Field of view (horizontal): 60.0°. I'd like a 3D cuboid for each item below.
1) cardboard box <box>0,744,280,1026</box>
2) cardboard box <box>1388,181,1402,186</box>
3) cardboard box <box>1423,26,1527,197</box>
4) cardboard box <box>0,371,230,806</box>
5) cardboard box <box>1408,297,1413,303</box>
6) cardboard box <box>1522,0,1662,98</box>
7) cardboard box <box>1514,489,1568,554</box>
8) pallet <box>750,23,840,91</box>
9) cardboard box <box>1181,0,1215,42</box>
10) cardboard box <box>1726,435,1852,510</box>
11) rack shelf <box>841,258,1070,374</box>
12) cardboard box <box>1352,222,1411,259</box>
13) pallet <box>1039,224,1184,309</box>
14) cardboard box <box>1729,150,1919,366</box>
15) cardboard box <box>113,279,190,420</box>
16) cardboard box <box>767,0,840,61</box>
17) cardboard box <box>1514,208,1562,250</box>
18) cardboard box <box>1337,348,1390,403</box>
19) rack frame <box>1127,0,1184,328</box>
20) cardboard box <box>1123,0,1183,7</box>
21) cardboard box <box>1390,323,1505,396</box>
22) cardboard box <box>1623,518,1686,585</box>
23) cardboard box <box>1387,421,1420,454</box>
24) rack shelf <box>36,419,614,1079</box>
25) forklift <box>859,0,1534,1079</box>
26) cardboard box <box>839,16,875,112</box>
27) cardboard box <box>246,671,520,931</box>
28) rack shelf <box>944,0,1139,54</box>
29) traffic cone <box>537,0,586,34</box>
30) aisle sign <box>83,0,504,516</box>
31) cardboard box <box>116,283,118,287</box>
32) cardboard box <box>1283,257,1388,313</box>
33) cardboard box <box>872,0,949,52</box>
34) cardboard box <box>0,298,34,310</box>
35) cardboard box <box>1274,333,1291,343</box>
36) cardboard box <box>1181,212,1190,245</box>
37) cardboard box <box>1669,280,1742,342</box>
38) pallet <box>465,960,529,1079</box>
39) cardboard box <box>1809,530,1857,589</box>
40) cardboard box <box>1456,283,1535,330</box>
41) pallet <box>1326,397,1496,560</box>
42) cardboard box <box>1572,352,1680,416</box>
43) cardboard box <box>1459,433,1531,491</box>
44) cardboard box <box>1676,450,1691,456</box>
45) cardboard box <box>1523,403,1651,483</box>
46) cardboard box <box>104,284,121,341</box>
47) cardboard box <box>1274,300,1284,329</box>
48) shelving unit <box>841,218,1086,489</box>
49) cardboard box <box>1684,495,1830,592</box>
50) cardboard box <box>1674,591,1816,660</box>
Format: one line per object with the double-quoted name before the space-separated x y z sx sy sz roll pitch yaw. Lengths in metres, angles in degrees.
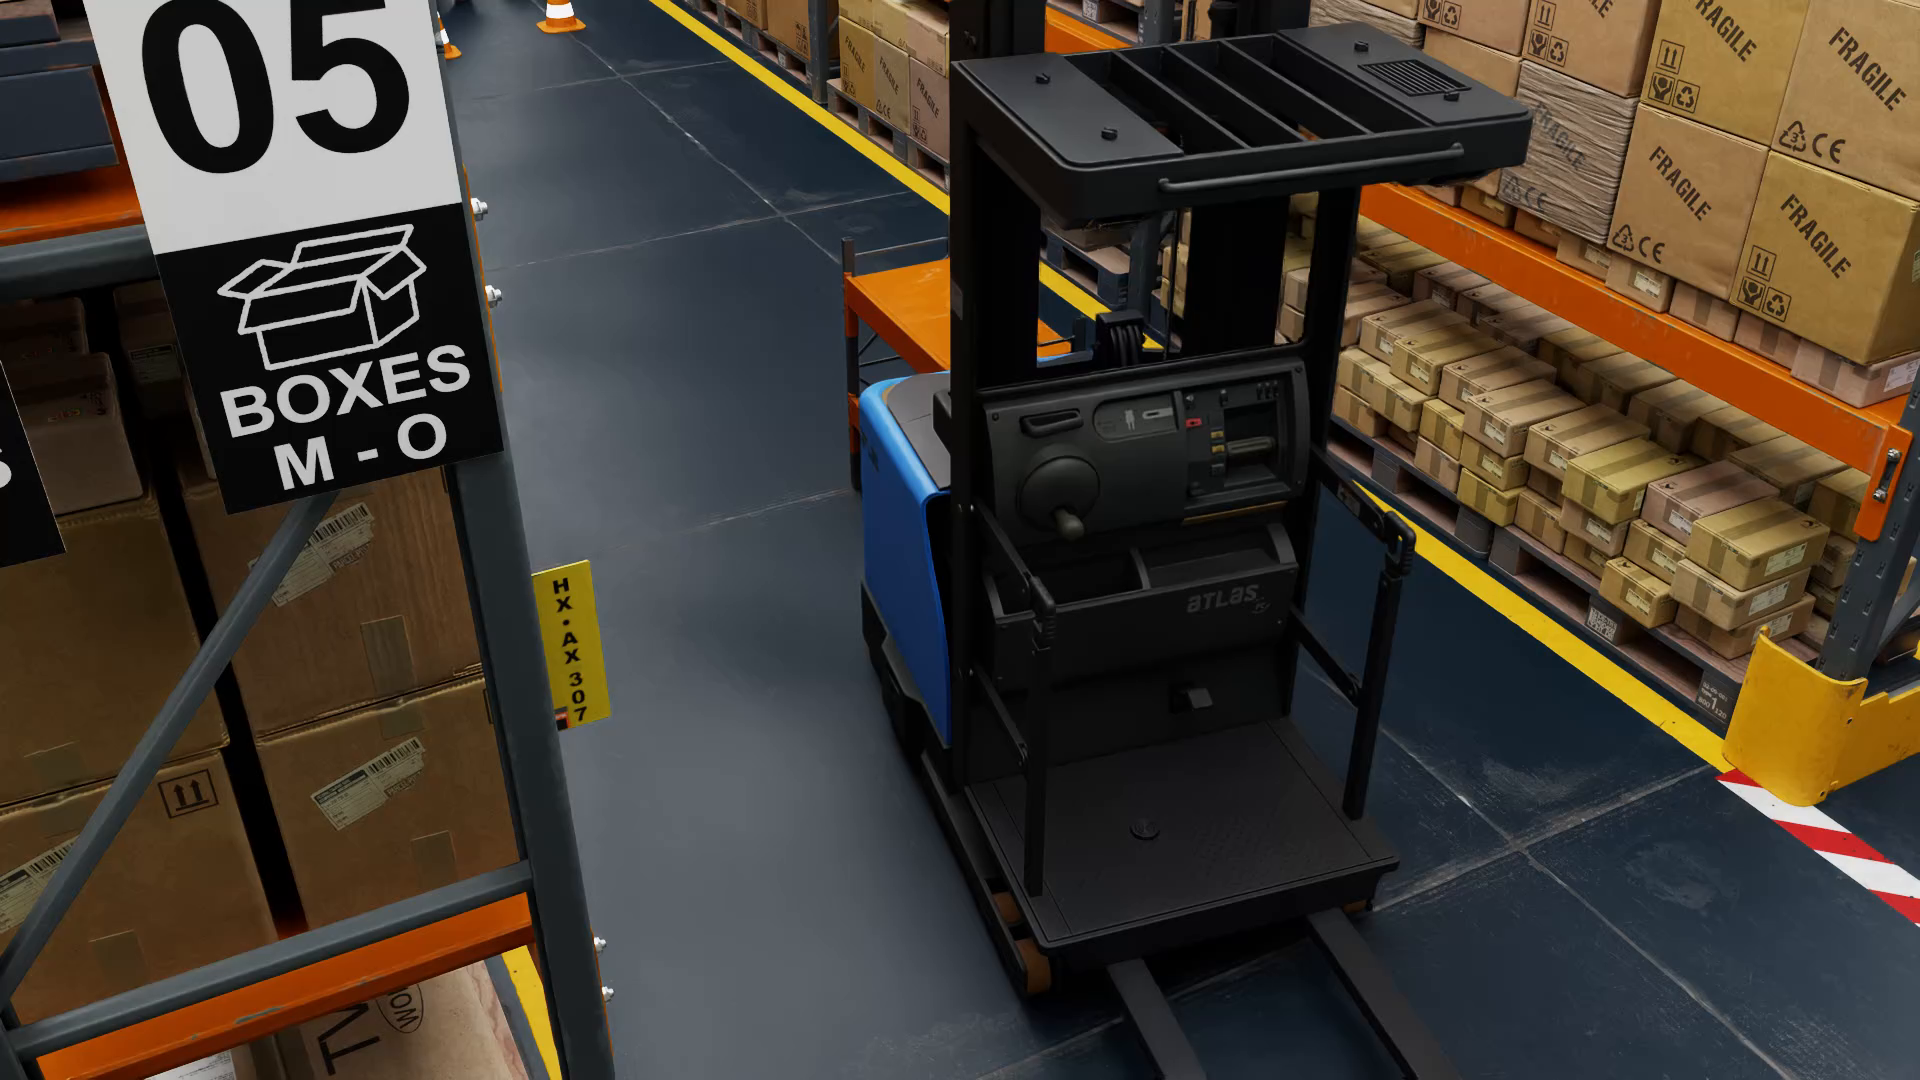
"cardboard box" -1.609 0.511 3.079 0.500 0.500 0.500 -16 36 -23
"cardboard box" 1.817 -1.546 6.615 0.380 0.149 0.250 -14 35 -21
"cardboard box" 2.041 -1.620 6.130 0.500 0.500 0.500 -14 35 -21
"cardboard box" -1.585 0.084 2.819 0.500 0.500 0.500 -15 35 -22
"cardboard box" 2.189 -1.006 7.517 0.380 0.149 0.250 -15 36 -22
"cardboard box" 2.262 -1.808 5.496 0.500 0.500 0.500 -14 35 -21
"cardboard box" 2.369 -0.111 6.396 0.380 0.149 0.250 -15 36 -23
"pallet" -0.849 -3.615 12.197 1.003 0.211 1.213 -16 36 -23
"cardboard box" 1.325 -2.353 7.273 0.500 0.500 0.500 -17 36 -24
"cardboard box" 3.004 -0.240 6.046 0.380 0.149 0.250 -15 36 -22
"rack shelf" -0.008 -0.760 6.350 0.538 0.278 1.000 -15 36 -22
"cardboard box" 1.990 -1.379 7.823 0.380 0.149 0.250 -16 36 -24
"pallet" 0.953 -1.682 9.180 1.003 0.211 1.213 -16 36 -23
"cardboard box" 2.745 -0.893 4.995 0.500 0.500 0.500 -15 36 -22
"cardboard box" -1.255 -0.365 2.919 0.380 0.149 0.250 -15 36 -22
"cardboard box" -0.752 -3.937 11.810 1.050 0.750 0.750 -16 36 -24
"cardboard box" 2.258 -1.192 6.063 0.380 0.149 0.250 -17 37 -25
"cardboard box" 1.838 -0.725 7.078 0.380 0.149 0.250 -16 36 -23
"rack frame" 1.317 -2.485 7.848 1.000 3.000 0.127 -16 36 -23
"cardboard box" 0.957 -2.696 8.021 0.380 0.149 0.250 -17 36 -24
"cardboard box" 2.001 -0.743 6.832 0.380 0.149 0.250 -16 36 -23
"cardboard box" 2.610 0.004 5.941 0.380 0.149 0.250 -17 36 -24
"cardboard box" 2.034 -0.492 6.991 0.380 0.149 0.250 -15 36 -22
"rack shelf" -2.082 0.066 4.534 1.077 0.370 4.000 -16 36 -23
"forklift" 0.586 -0.186 4.323 1.130 2.935 3.031 -10 34 -15
"cardboard box" -0.443 -3.117 10.762 0.500 0.500 0.500 -17 37 -25
"cardboard box" -1.119 0.374 3.293 0.500 0.500 0.500 -16 36 -23
"rack shelf" 0.385 -3.137 9.532 1.077 0.370 4.000 -16 36 -23
"traffic cone" -3.123 -4.215 12.900 0.336 0.463 0.334 -16 36 -23
"aisle sign" -0.859 -0.416 2.209 0.394 0.787 0.004 -16 36 -23
"cardboard box" -3.027 -0.944 5.350 0.500 0.500 0.500 -15 35 -22
"cardboard box" 1.674 -1.122 7.423 0.380 0.149 0.250 -17 36 -24
"cardboard box" -0.204 -3.202 10.200 0.500 0.250 0.500 -16 36 -24
"cardboard box" -1.829 -0.357 2.906 0.380 0.149 0.250 -16 36 -24
"cardboard box" 1.651 -0.866 7.574 0.380 0.149 0.250 -17 36 -24
"cardboard box" 1.295 -1.496 8.006 0.380 0.149 0.250 -14 35 -21
"cardboard box" 2.567 -0.799 5.449 0.380 0.149 0.250 -16 36 -24
"pallet" -1.592 1.529 4.167 1.003 0.211 1.213 -16 36 -23
"cardboard box" 3.165 0.008 5.935 0.380 0.149 0.250 -14 35 -21
"cardboard box" 2.387 -1.004 7.238 0.380 0.149 0.250 -17 36 -25
"pallet" 2.235 -0.416 7.204 1.003 0.211 1.213 -16 36 -23
"cardboard box" 2.690 -0.625 6.646 0.380 0.149 0.250 -14 35 -21
"cardboard box" 2.187 -0.349 6.492 0.380 0.149 0.250 -15 36 -22
"cardboard box" 2.871 -0.382 6.543 0.380 0.149 0.250 -15 35 -22
"cardboard box" 2.347 -0.358 6.229 0.380 0.149 0.250 -17 37 -25
"cardboard box" -2.315 -0.636 3.942 0.500 0.500 0.500 -16 36 -23
"cardboard box" 1.546 -1.128 7.708 0.380 0.149 0.250 -16 36 -23
"shelving unit" -0.008 -0.513 6.508 0.538 1.125 1.048 -15 36 -22
"cardboard box" 2.711 0.008 5.659 0.380 0.149 0.250 -15 36 -23
"cardboard box" 2.752 0.249 5.835 0.380 0.149 0.250 -15 36 -22
